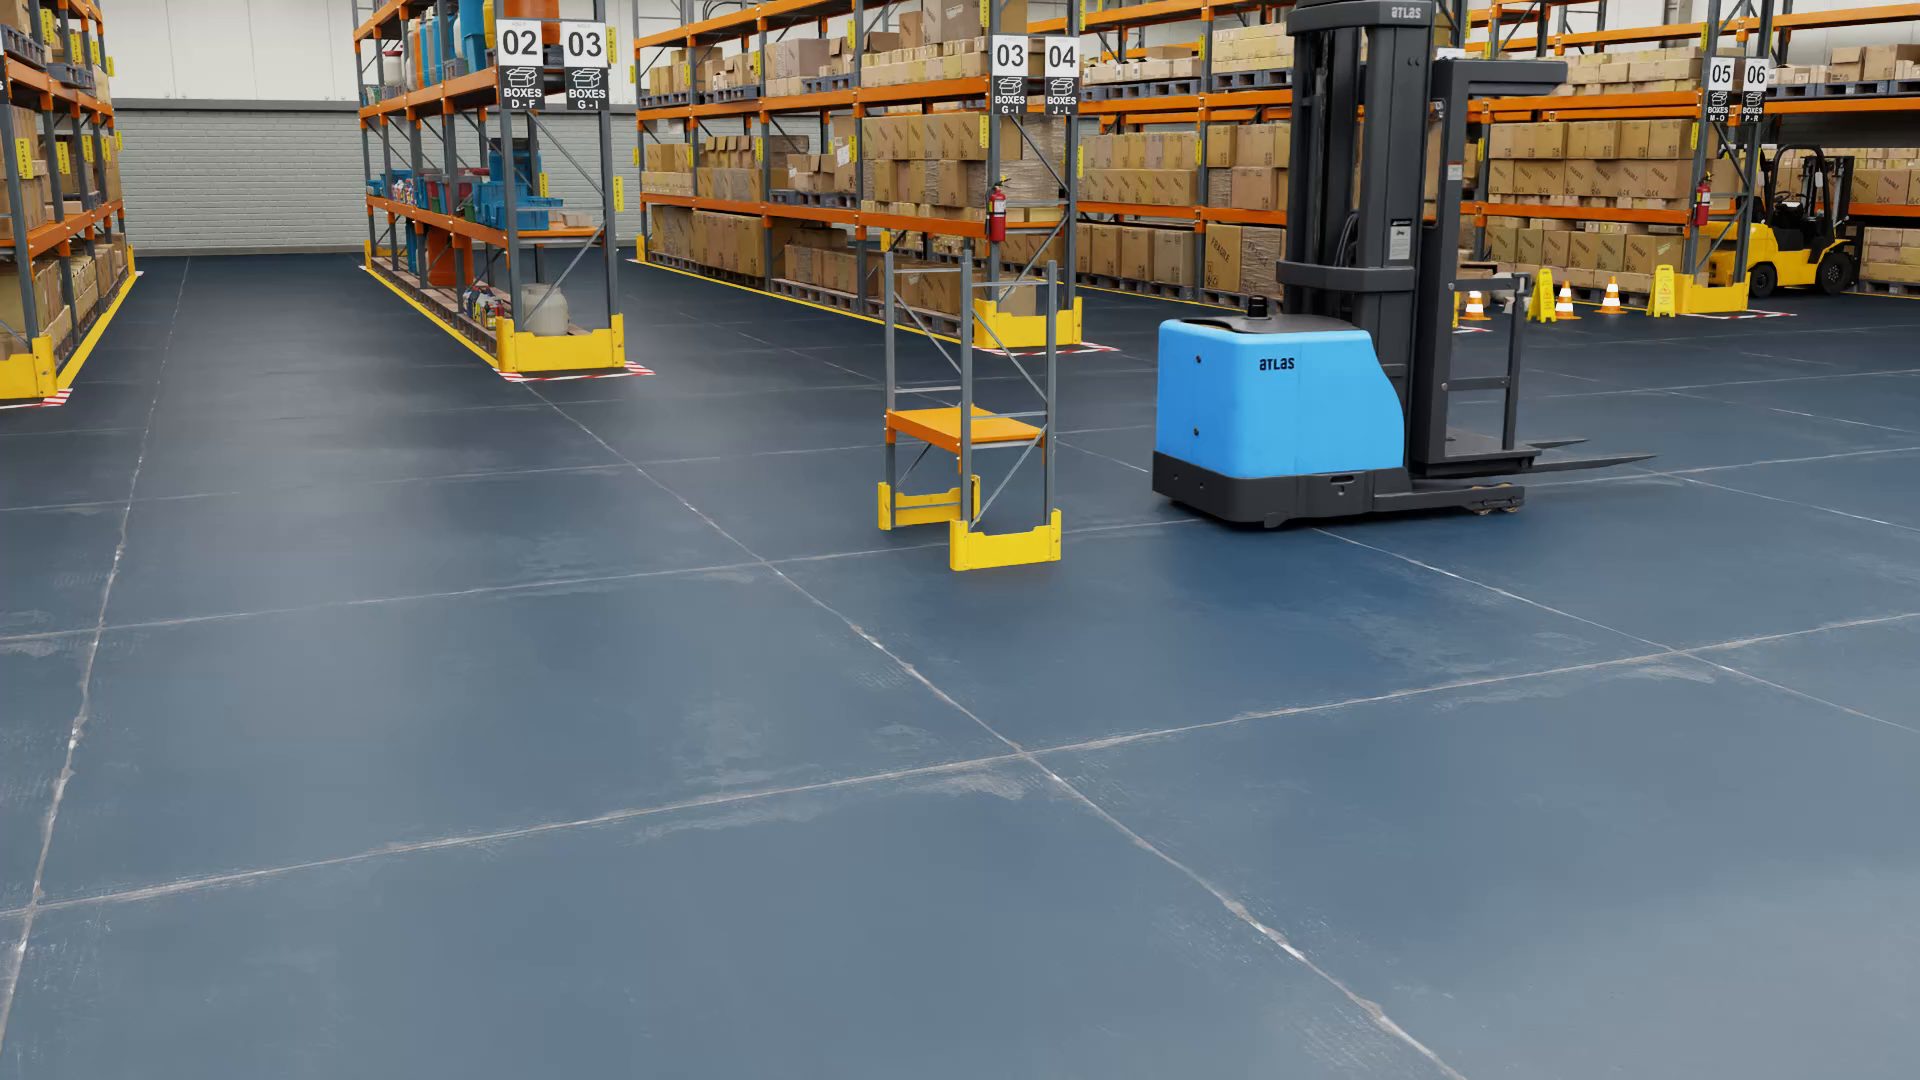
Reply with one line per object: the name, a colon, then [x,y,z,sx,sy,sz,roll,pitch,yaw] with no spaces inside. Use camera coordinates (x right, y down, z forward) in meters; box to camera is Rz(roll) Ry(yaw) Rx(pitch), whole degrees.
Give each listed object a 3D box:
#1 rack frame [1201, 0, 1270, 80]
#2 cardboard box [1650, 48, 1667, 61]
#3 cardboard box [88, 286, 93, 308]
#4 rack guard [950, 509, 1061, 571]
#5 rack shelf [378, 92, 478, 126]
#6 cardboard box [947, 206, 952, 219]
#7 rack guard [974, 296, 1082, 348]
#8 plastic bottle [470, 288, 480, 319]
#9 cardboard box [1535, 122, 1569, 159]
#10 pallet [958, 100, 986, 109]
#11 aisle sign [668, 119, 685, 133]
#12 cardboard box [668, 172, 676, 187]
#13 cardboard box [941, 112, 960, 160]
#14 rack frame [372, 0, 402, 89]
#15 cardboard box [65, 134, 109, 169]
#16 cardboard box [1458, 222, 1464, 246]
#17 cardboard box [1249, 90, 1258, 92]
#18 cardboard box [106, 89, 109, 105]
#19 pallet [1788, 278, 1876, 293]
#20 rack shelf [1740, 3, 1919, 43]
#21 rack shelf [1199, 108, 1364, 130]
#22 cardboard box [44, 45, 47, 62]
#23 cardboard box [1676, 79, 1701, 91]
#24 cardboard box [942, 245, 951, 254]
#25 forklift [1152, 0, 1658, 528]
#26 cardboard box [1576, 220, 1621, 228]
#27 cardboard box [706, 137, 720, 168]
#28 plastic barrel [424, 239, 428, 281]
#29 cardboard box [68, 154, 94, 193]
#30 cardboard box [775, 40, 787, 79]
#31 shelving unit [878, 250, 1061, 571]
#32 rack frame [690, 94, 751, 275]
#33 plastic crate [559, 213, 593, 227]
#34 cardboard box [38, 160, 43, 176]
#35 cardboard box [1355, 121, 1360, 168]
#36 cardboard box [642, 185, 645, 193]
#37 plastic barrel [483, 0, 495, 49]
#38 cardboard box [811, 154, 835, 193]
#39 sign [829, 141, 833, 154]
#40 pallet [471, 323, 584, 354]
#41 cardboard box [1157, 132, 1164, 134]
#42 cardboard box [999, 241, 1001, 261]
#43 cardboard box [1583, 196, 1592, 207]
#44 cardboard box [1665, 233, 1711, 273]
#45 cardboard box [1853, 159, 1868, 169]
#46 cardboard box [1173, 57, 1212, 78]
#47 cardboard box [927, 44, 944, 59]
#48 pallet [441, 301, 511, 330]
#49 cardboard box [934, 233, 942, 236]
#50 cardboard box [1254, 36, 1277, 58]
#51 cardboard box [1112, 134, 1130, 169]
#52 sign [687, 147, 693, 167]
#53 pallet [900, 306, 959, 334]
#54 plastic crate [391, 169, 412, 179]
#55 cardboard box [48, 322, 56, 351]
rack frame: [3.751,-7.740,22.356,1.000,3.000,0.127,-6,14,-23]
cardboard box: [9.255,-6.338,21.737,0.380,0.149,0.250,-6,14,-24]
cardboard box: [-10.673,-2.891,19.874,0.500,0.250,0.500,-5,14,-22]
rack guard: [0.230,-0.003,8.329,0.587,0.250,0.087,-6,14,-23]
rack shelf: [-7.776,-6.294,24.353,1.077,0.370,4.000,-6,14,-23]
cardboard box: [0.069,-3.689,18.714,0.380,0.149,0.250,-6,14,-23]
rack guard: [0.737,-2.362,17.966,1.175,0.500,0.348,-6,14,-23]
plastic bottle: [-5.354,-2.624,18.452,0.144,0.351,0.185,-6,14,-25]
cardboard box: [8.584,-5.642,23.496,0.700,0.500,0.500,-6,14,-24]
pallet: [0.696,-7.703,29.264,1.213,0.211,1.003,-6,14,-23]
aisle sign: [-5.395,-8.178,31.787,0.394,0.787,0.004,-6,14,-23]
cardboard box: [-4.871,-6.395,29.520,0.500,0.250,0.500,-5,14,-22]
cardboard box: [0.115,-4.439,18.297,0.500,0.500,0.500,-6,14,-23]
rack frame: [-8.577,-8.519,25.719,1.000,3.000,0.127,-6,14,-23]
cardboard box: [-13.048,-5.808,24.872,0.500,0.500,0.500,-5,14,-21]
cardboard box: [9.993,-6.041,32.932,0.500,0.500,0.500,-6,14,-25]
cardboard box: [5.452,-8.130,30.058,0.396,0.266,0.258,-4,14,-18]
cardboard box: [-14.082,-7.177,26.909,0.500,0.250,0.500,-6,14,-23]
pallet: [13.565,-3.956,25.492,1.003,0.211,1.213,-6,14,-23]
rack shelf: [13.593,-7.699,24.659,1.077,0.370,4.000,-6,14,-23]
rack shelf: [5.842,-7.636,30.153,1.077,0.370,4.000,-6,14,-23]
cardboard box: [-10.837,-5.601,19.167,0.500,0.250,0.500,-6,14,-24]
cardboard box: [9.449,-5.847,21.383,0.380,0.149,0.250,-6,14,-23]
cardboard box: [-0.116,-5.446,31.140,0.380,0.149,0.250,-6,14,-25]
forklift: [2.708,-1.676,9.610,3.031,2.935,1.130,-5,14,-20]
cardboard box: [11.427,-5.479,30.224,0.875,0.625,0.625,-5,14,-21]
cardboard box: [-3.776,-6.449,27.637,0.797,0.503,0.637,-6,14,-24]
plastic barrel: [-7.639,-4.132,24.487,0.600,0.588,0.708,-6,14,-23]
cardboard box: [-12.062,-4.902,22.245,0.700,0.500,0.500,-3,13,-12]
cardboard box: [-2.284,-6.745,23.378,0.500,0.500,0.500,-6,14,-23]
shelving unit: [0.031,-0.715,8.633,0.587,1.500,1.083,-6,14,-23]
rack frame: [-4.039,-6.043,28.328,1.000,3.000,0.127,-6,14,-23]
plastic crate: [-3.834,-3.202,16.638,0.298,0.136,0.250,-6,14,-23]
cardboard box: [-9.403,-3.719,16.626,0.380,0.149,0.250,-6,14,-25]
cardboard box: [4.935,-4.776,20.124,0.875,0.550,0.550,-6,14,-23]
cardboard box: [-5.802,-6.644,31.482,0.380,0.149,0.250,-5,14,-22]
plastic barrel: [-4.344,-5.098,16.245,0.600,0.588,0.600,0,13,0]
cardboard box: [-1.614,-4.995,22.639,0.797,0.503,0.637,-4,14,-17]
sign: [-1.943,-5.793,24.856,0.100,0.325,0.005,-6,14,-23]
pallet: [-4.649,-2.190,17.862,1.003,0.211,1.213,-6,14,-23]
cardboard box: [4.172,-8.095,33.315,0.380,0.149,0.250,-6,14,-24]
cardboard box: [0.812,-5.171,29.174,0.500,0.500,0.500,-5,14,-20]
cardboard box: [8.908,-4.712,23.135,0.380,0.149,0.250,-6,14,-23]
cardboard box: [9.768,-3.886,22.511,0.500,0.500,0.500,-6,14,-25]
cardboard box: [13.463,-5.582,24.676,0.380,0.149,0.250,-6,14,-23]
cardboard box: [3.321,-6.591,23.221,0.500,0.250,0.500,-5,14,-22]
cardboard box: [-0.144,-5.445,18.540,0.380,0.149,0.250,-6,15,-26]
pallet: [-5.723,-2.743,20.254,1.003,0.211,1.213,-6,14,-23]
cardboard box: [-0.306,-5.834,31.497,0.380,0.149,0.250,-6,14,-26]
cardboard box: [4.096,-6.269,21.173,0.500,0.250,0.500,-6,14,-24]
cardboard box: [2.730,-5.876,25.166,0.700,0.500,0.500,-6,14,-24]
sign: [-4.547,-6.453,28.004,0.100,0.325,0.005,-6,14,-23]
pallet: [-0.041,-2.644,19.825,1.003,0.211,1.213,-6,14,-23]
plastic crate: [-9.874,-6.416,29.729,0.616,0.435,0.499,-6,14,-23]
cardboard box: [-8.725,-1.872,15.473,0.500,0.250,0.500,-6,14,-23]
